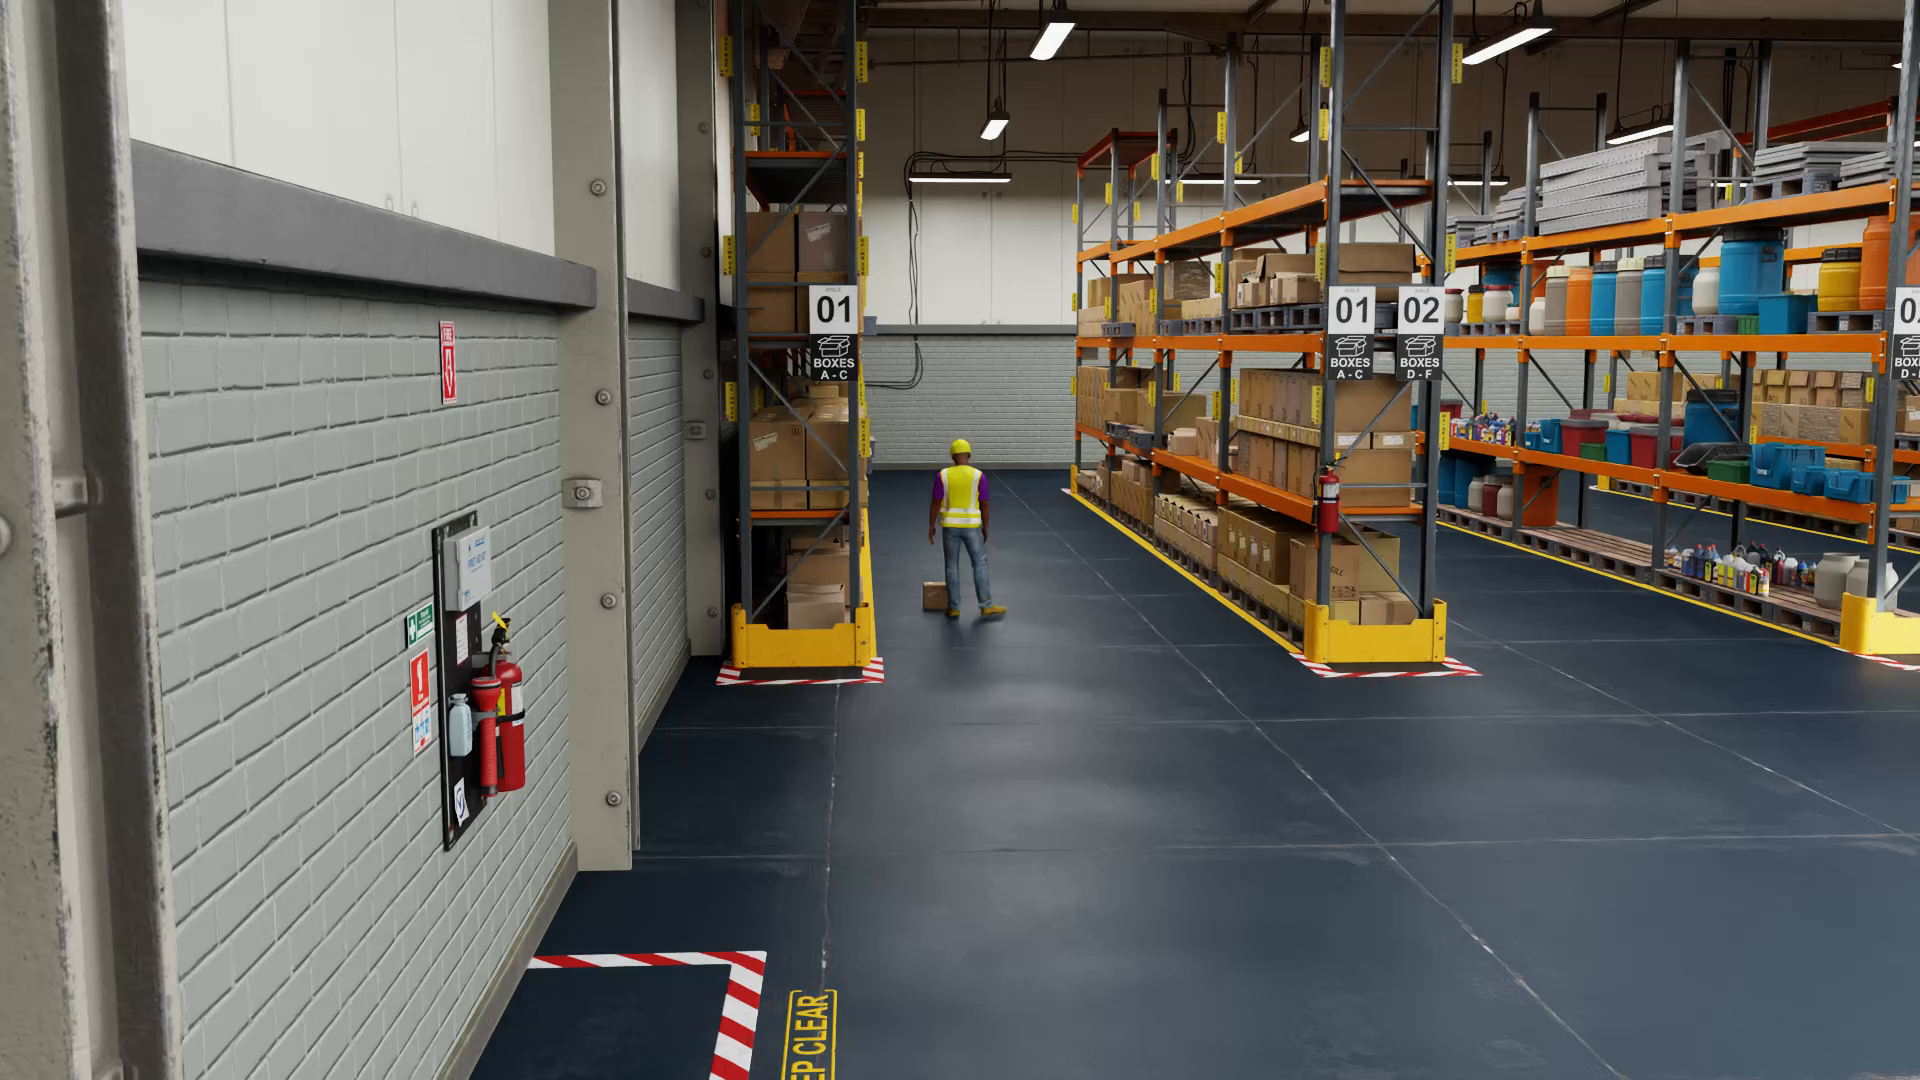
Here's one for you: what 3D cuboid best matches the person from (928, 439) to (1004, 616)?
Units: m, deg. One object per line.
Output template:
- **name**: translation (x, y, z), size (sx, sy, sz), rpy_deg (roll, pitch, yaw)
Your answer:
- **person**: translation (0.065, -0.128, 16.637), size (0.765, 1.769, 0.397), rpy_deg (0, 7, 3)
